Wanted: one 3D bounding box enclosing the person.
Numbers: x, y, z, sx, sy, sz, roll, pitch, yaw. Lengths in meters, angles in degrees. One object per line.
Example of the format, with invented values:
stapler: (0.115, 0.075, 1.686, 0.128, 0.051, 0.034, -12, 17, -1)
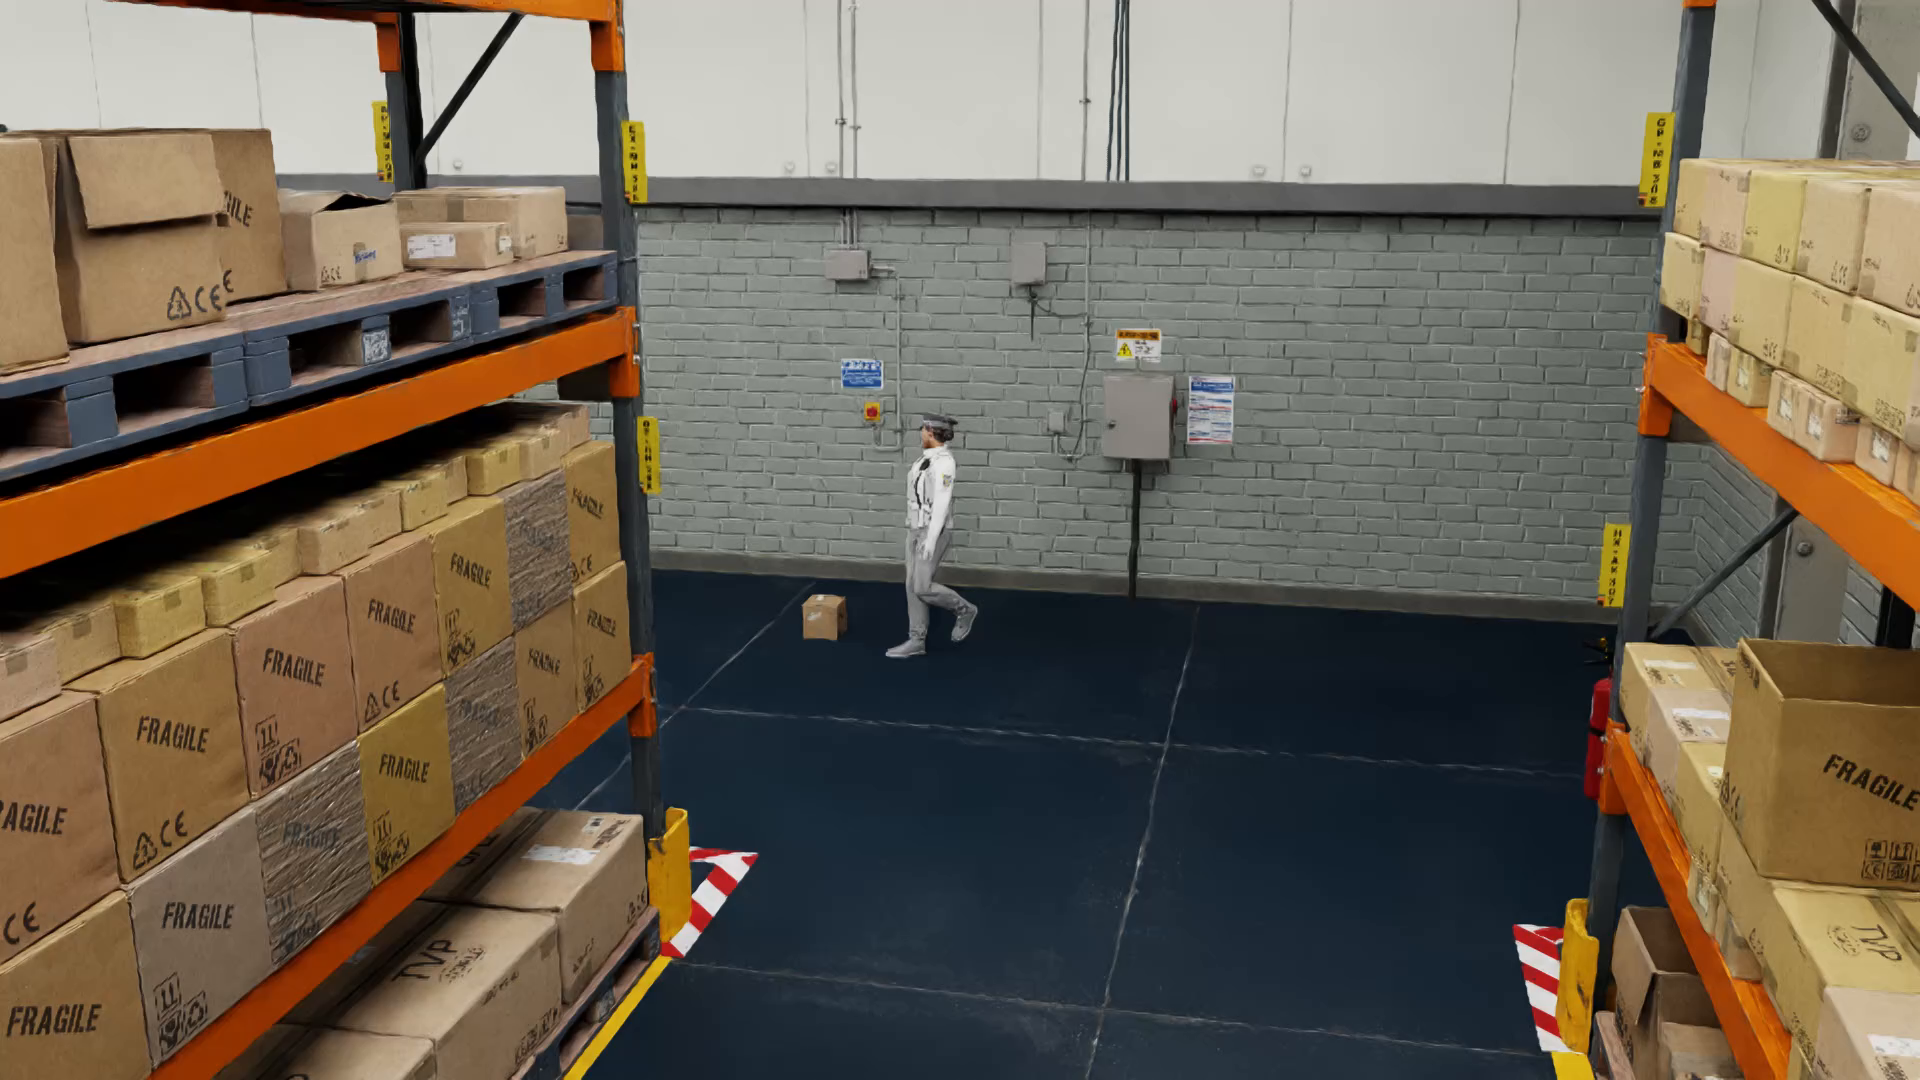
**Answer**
person: (-0.222, -0.045, 11.202, 0.657, 1.641, 0.544, -6, 16, -21)
